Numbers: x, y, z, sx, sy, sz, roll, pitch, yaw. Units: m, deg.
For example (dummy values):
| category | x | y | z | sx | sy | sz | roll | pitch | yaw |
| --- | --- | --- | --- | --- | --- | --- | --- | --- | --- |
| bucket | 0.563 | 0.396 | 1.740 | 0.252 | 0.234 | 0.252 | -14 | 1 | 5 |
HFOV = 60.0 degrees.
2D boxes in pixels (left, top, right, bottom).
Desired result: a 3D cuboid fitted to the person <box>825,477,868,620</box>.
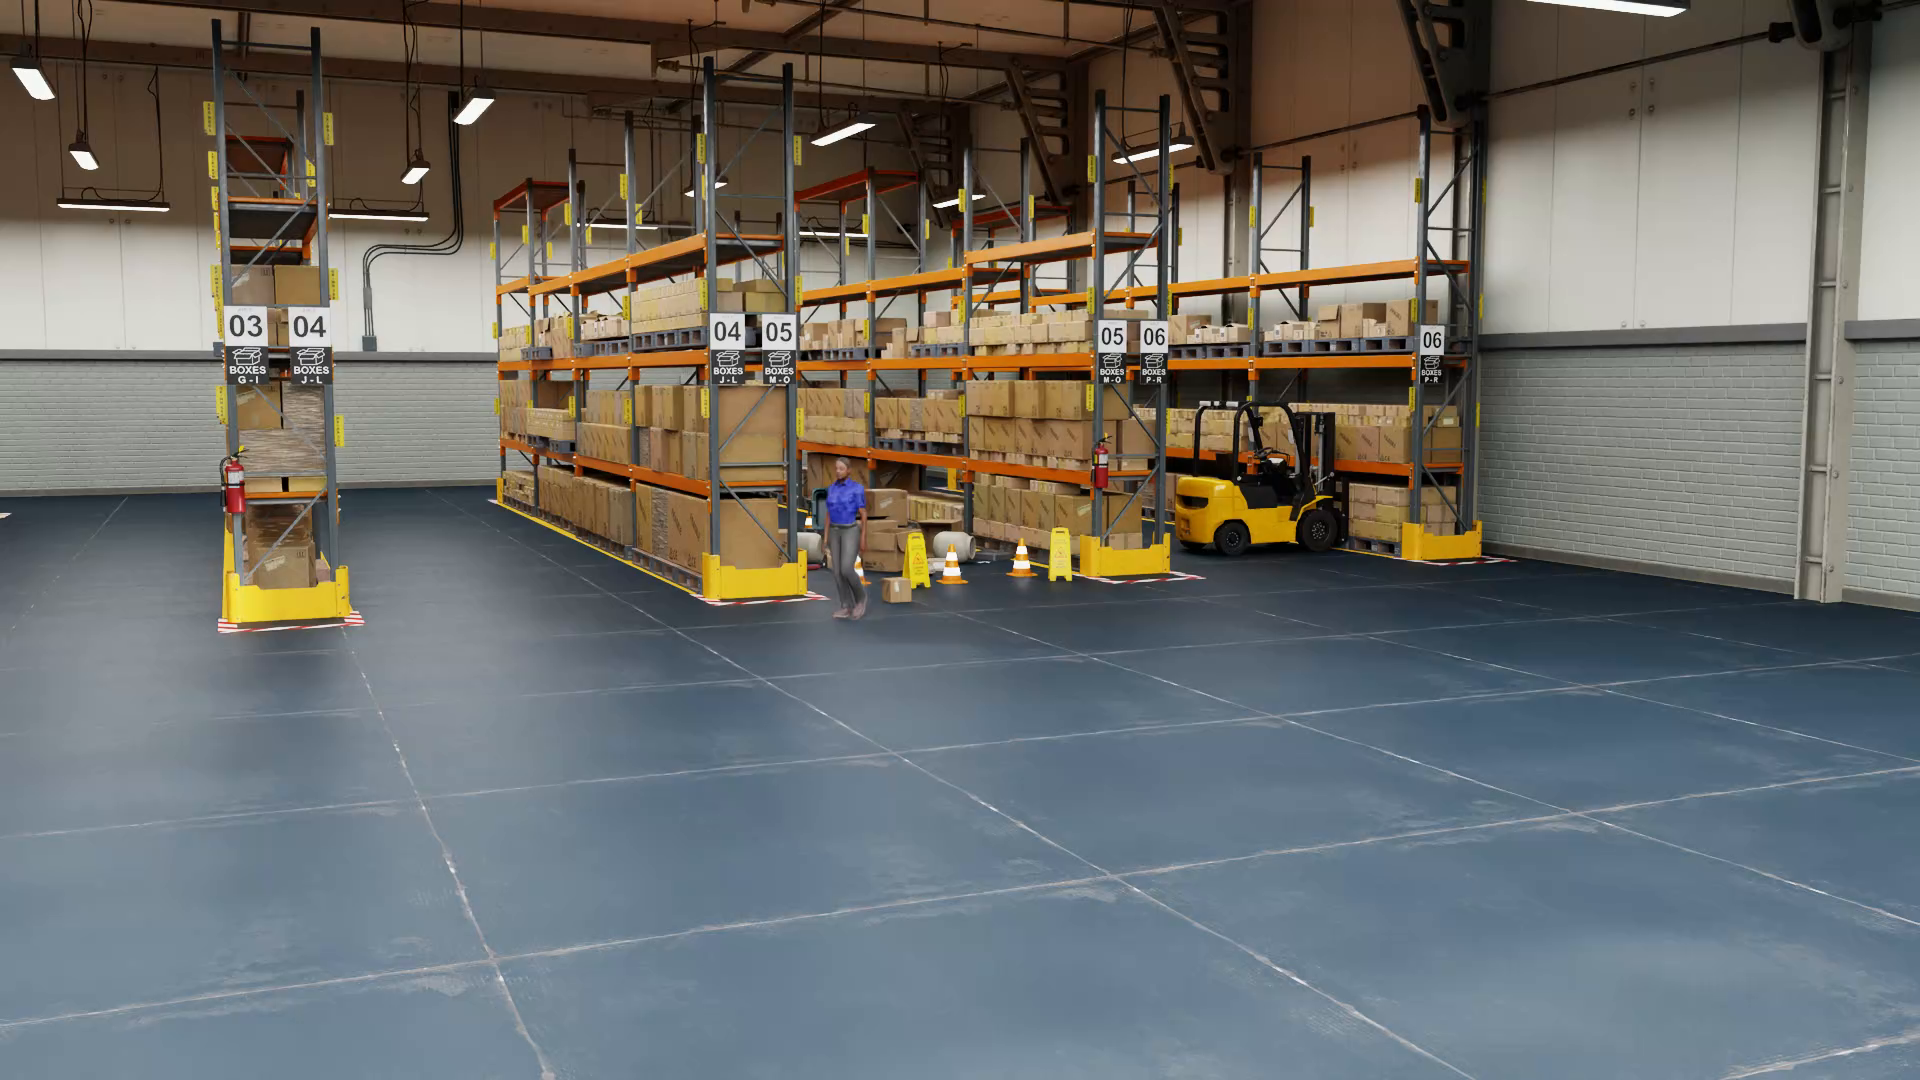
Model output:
| category | x | y | z | sx | sy | sz | roll | pitch | yaw |
| --- | --- | --- | --- | --- | --- | --- | --- | --- | --- |
| person | -1.191 | 0.086 | 17.017 | 0.438 | 1.463 | 0.433 | 3 | 6 | 31 |
